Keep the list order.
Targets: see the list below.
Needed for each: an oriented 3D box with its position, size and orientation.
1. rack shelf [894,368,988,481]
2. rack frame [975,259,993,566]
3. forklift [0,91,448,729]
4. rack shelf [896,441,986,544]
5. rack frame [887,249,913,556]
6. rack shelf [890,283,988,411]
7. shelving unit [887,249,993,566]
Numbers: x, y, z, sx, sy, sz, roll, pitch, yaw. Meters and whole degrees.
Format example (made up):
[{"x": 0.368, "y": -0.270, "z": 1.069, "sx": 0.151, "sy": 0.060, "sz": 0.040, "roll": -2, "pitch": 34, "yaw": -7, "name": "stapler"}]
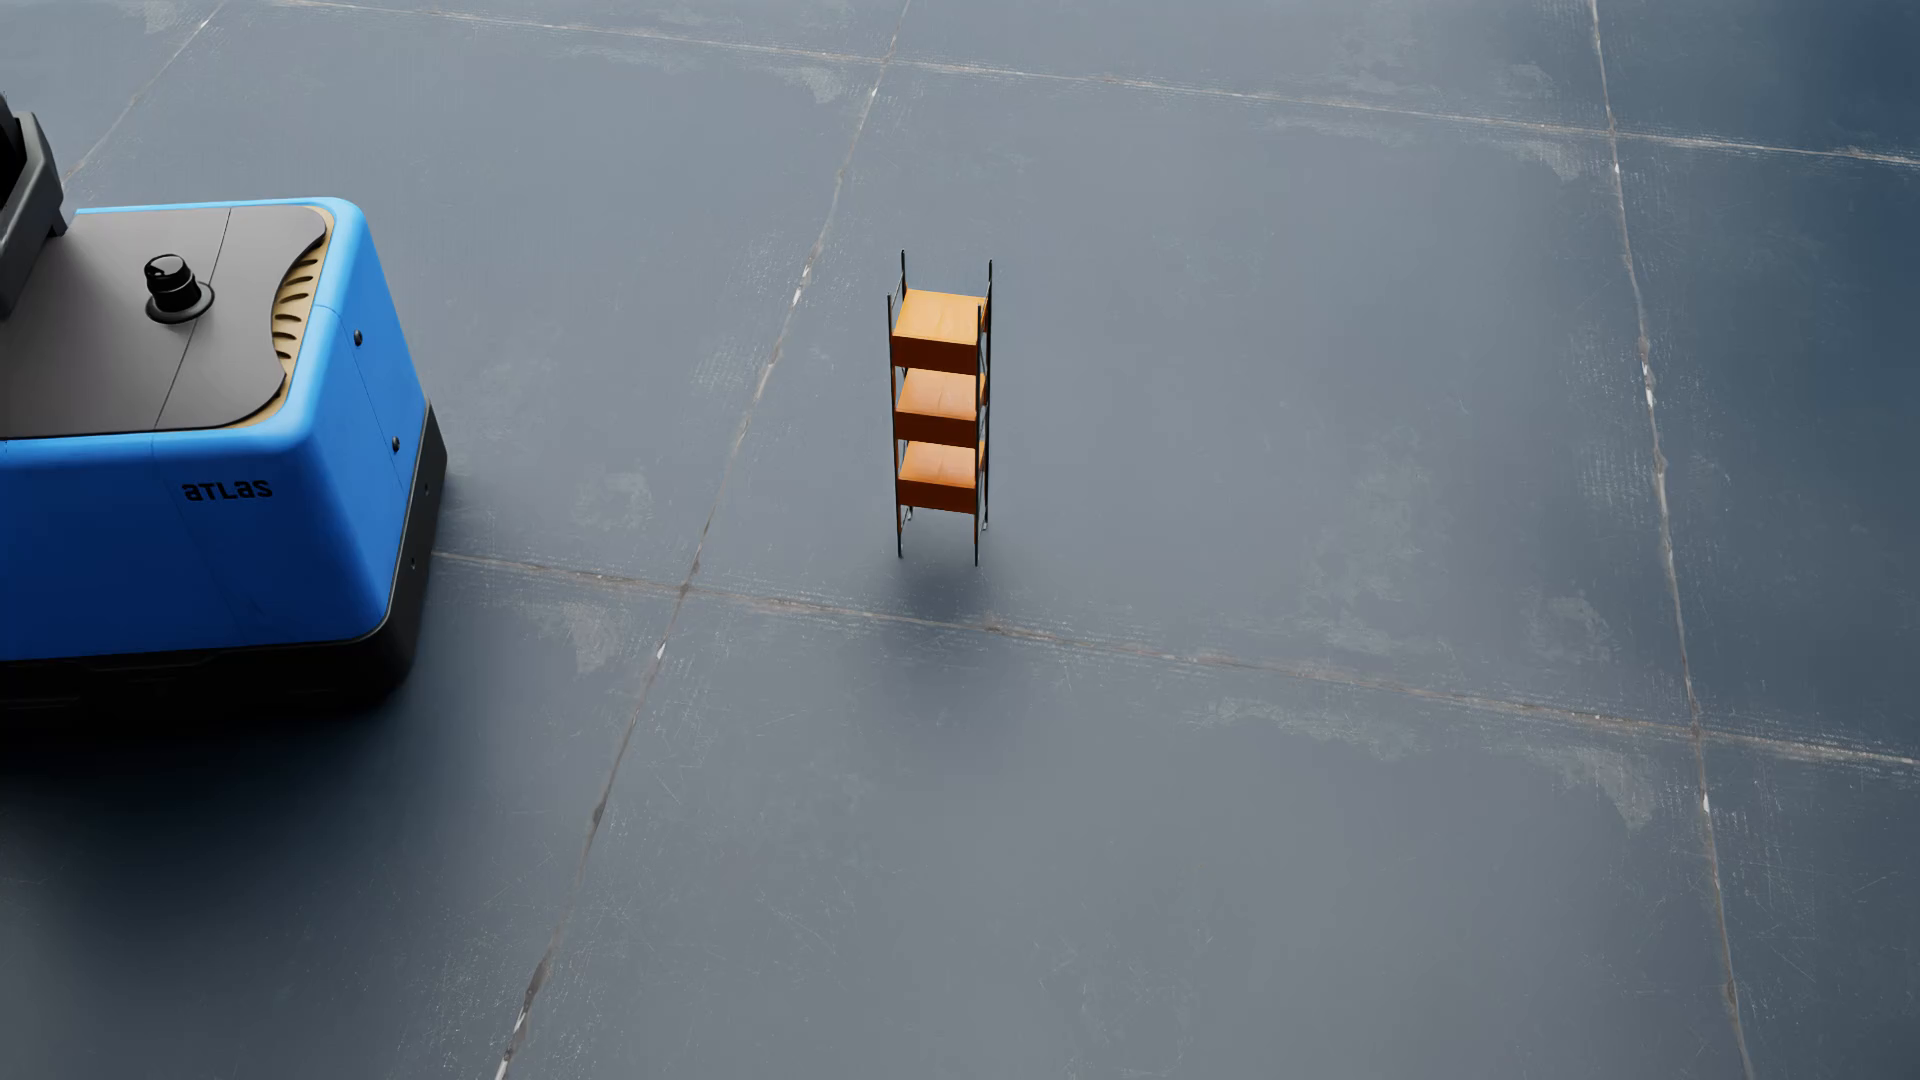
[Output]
[{"x": -0.053, "y": -0.351, "z": 4.874, "sx": 0.240, "sy": 0.259, "sz": 0.215, "roll": 8, "pitch": 49, "yaw": 7, "name": "rack shelf"}, {"x": 0.067, "y": -0.342, "z": 4.851, "sx": 0.008, "sy": 1.050, "sz": 0.200, "roll": 8, "pitch": 49, "yaw": 7, "name": "rack frame"}, {"x": -3.137, "y": -0.791, "z": 3.990, "sx": 3.031, "sy": 2.935, "sz": 1.130, "roll": -3, "pitch": 48, "yaw": -3, "name": "forklift"}, {"x": -0.053, "y": -0.165, "z": 5.080, "sx": 0.240, "sy": 0.259, "sz": 0.215, "roll": 8, "pitch": 49, "yaw": 7, "name": "rack shelf"}, {"x": -0.173, "y": -0.374, "z": 4.880, "sx": 0.008, "sy": 1.050, "sz": 0.200, "roll": 8, "pitch": 49, "yaw": 7, "name": "rack frame"}, {"x": -0.053, "y": -0.541, "z": 4.663, "sx": 0.240, "sy": 0.259, "sz": 0.215, "roll": 8, "pitch": 49, "yaw": 7, "name": "rack shelf"}, {"x": -0.053, "y": -0.358, "z": 4.866, "sx": 0.252, "sy": 1.050, "sz": 0.215, "roll": 8, "pitch": 49, "yaw": 7, "name": "shelving unit"}]
